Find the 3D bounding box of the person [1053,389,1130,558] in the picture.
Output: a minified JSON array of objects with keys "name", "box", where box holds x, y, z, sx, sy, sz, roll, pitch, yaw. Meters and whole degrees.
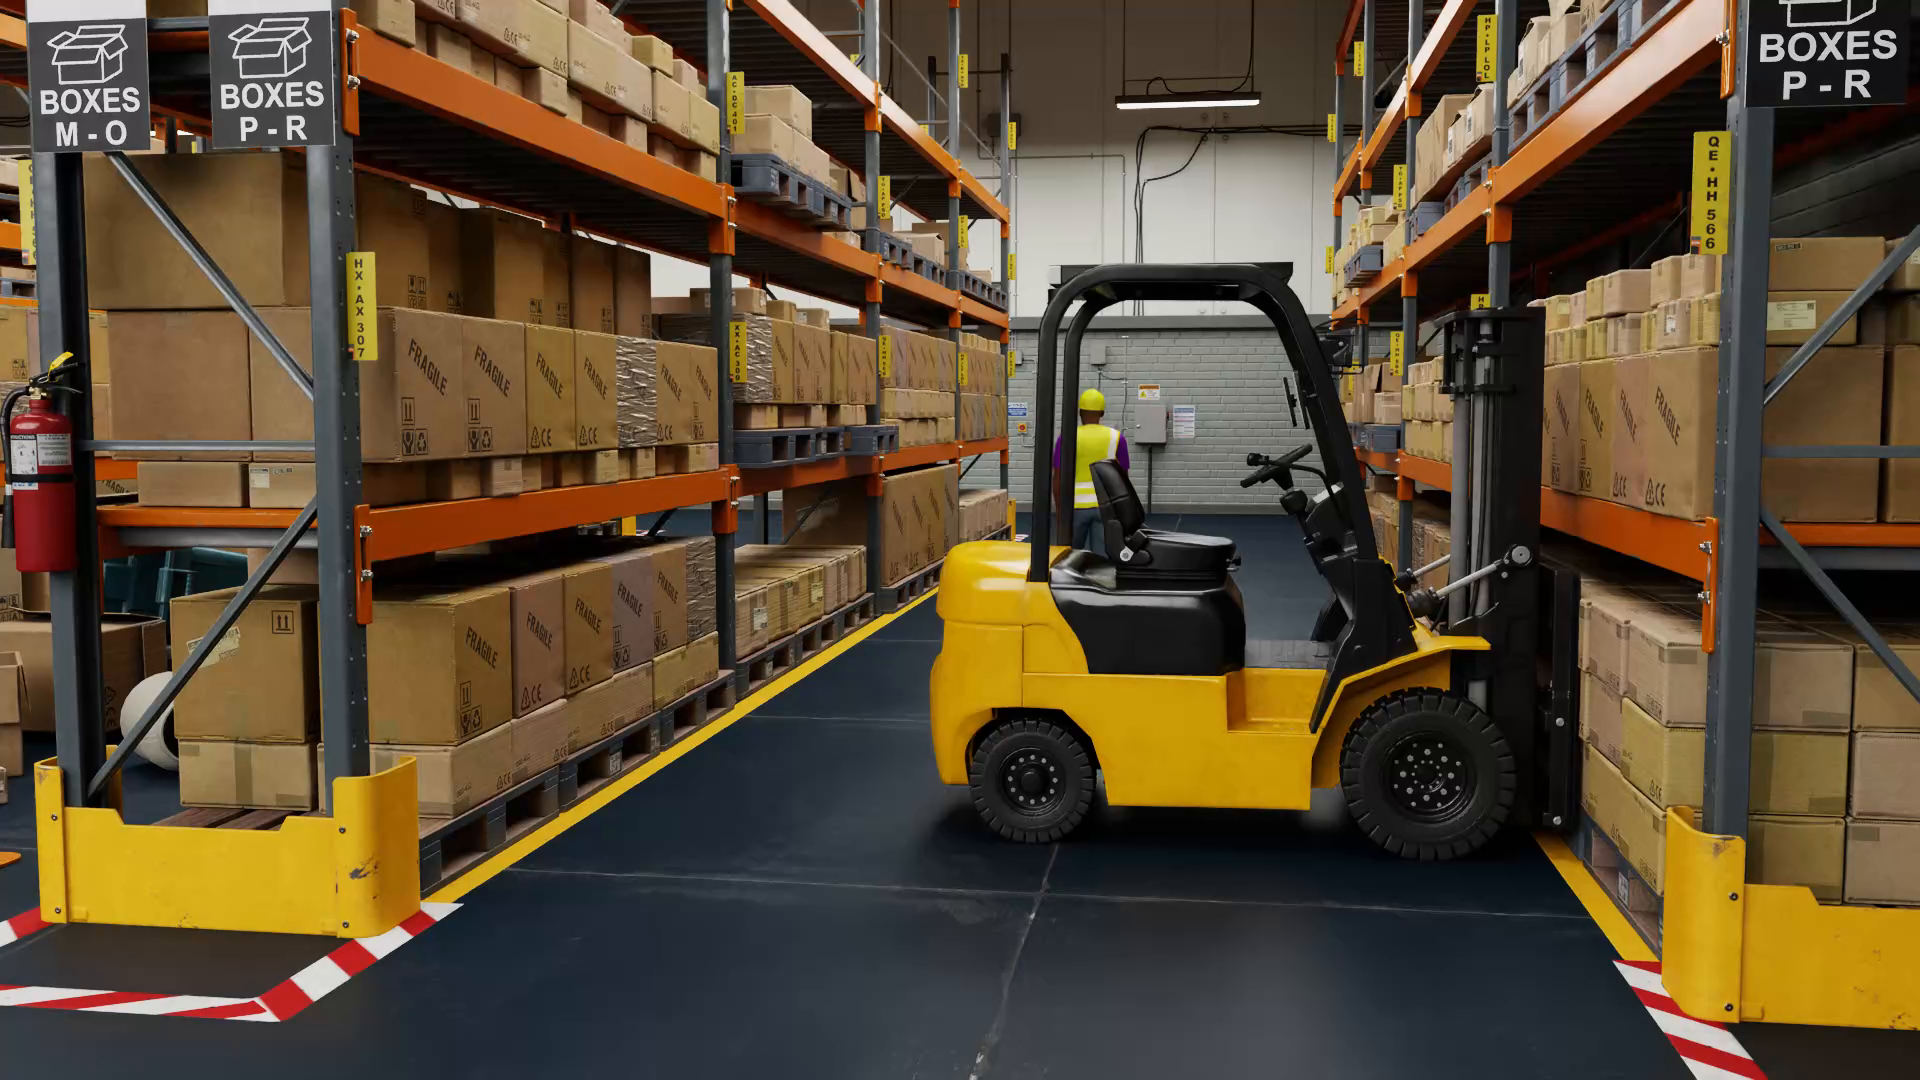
[{"name":"person","box":[0.974,-0.199,12.346,0.563,1.833,0.653,0,4,5]}]
